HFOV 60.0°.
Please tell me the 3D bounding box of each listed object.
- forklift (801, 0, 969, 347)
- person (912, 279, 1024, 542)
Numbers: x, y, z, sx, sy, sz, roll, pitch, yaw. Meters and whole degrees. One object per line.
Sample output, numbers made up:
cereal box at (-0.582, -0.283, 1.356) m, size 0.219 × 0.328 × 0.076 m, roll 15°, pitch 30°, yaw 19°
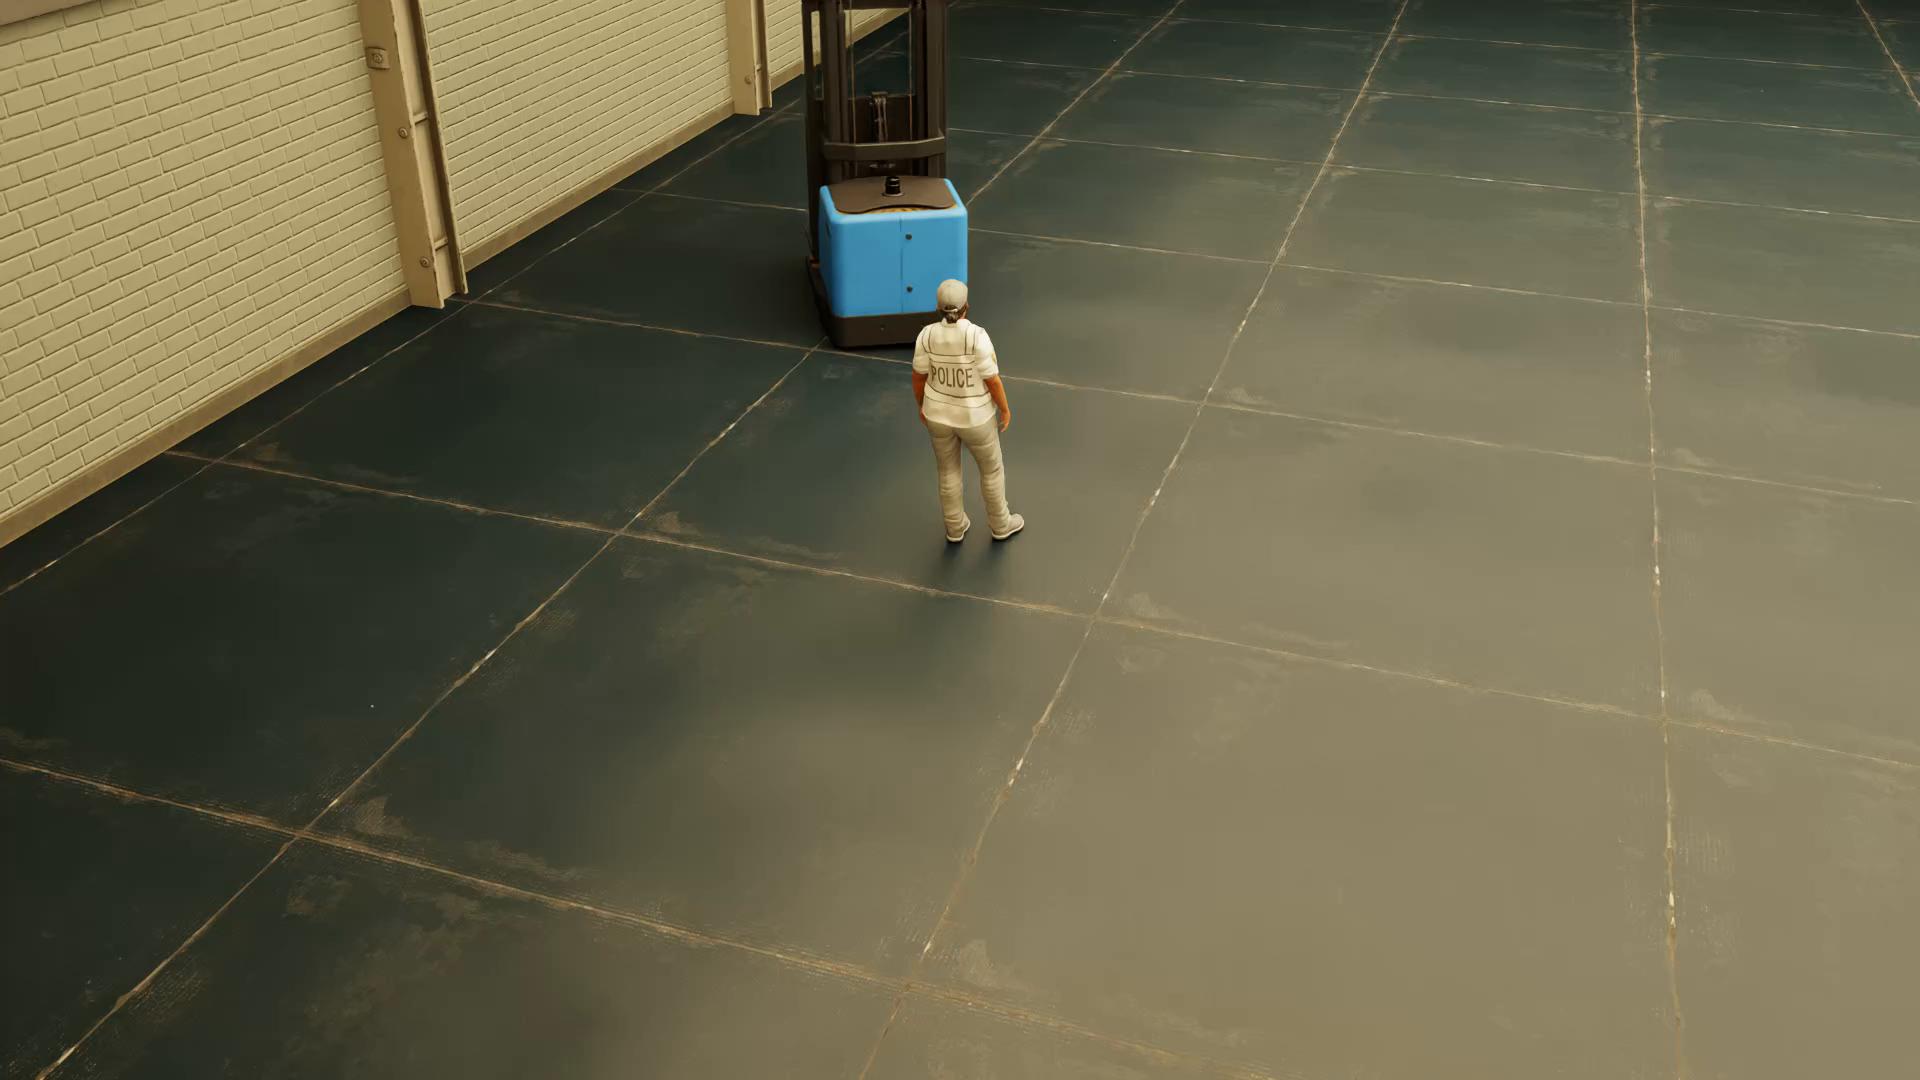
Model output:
forklift at (-0.695, -3.434, 13.161) m, size 1.130 × 2.935 × 3.031 m, roll -5°, pitch 30°, yaw -9°
person at (0.046, -0.763, 9.736) m, size 0.599 × 1.670 × 0.529 m, roll 10°, pitch 31°, yaw 16°
